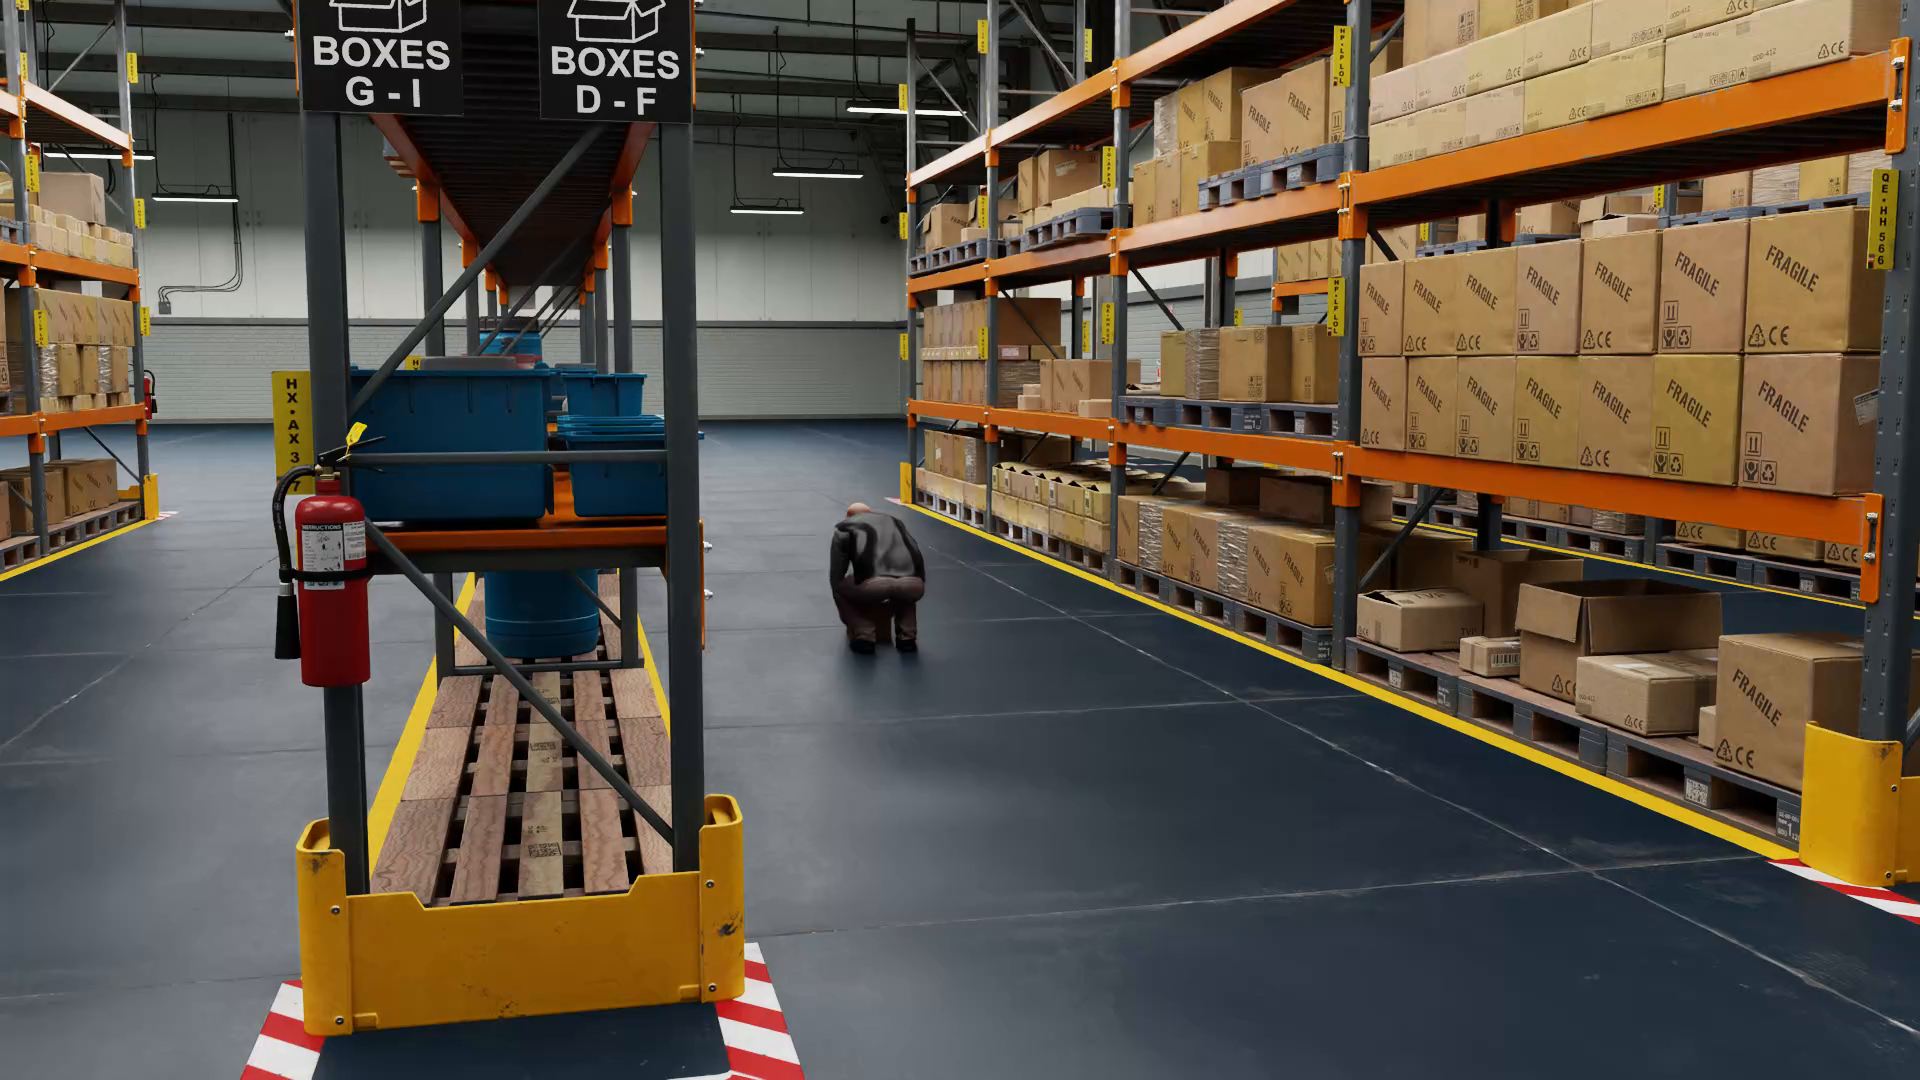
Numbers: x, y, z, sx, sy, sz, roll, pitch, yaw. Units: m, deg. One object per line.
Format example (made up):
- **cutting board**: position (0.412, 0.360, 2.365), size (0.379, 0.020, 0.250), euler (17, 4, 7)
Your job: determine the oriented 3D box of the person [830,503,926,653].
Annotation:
- **person**: position (-0.519, 0.252, 10.406), size (0.538, 0.838, 0.869), euler (-1, 6, -14)
